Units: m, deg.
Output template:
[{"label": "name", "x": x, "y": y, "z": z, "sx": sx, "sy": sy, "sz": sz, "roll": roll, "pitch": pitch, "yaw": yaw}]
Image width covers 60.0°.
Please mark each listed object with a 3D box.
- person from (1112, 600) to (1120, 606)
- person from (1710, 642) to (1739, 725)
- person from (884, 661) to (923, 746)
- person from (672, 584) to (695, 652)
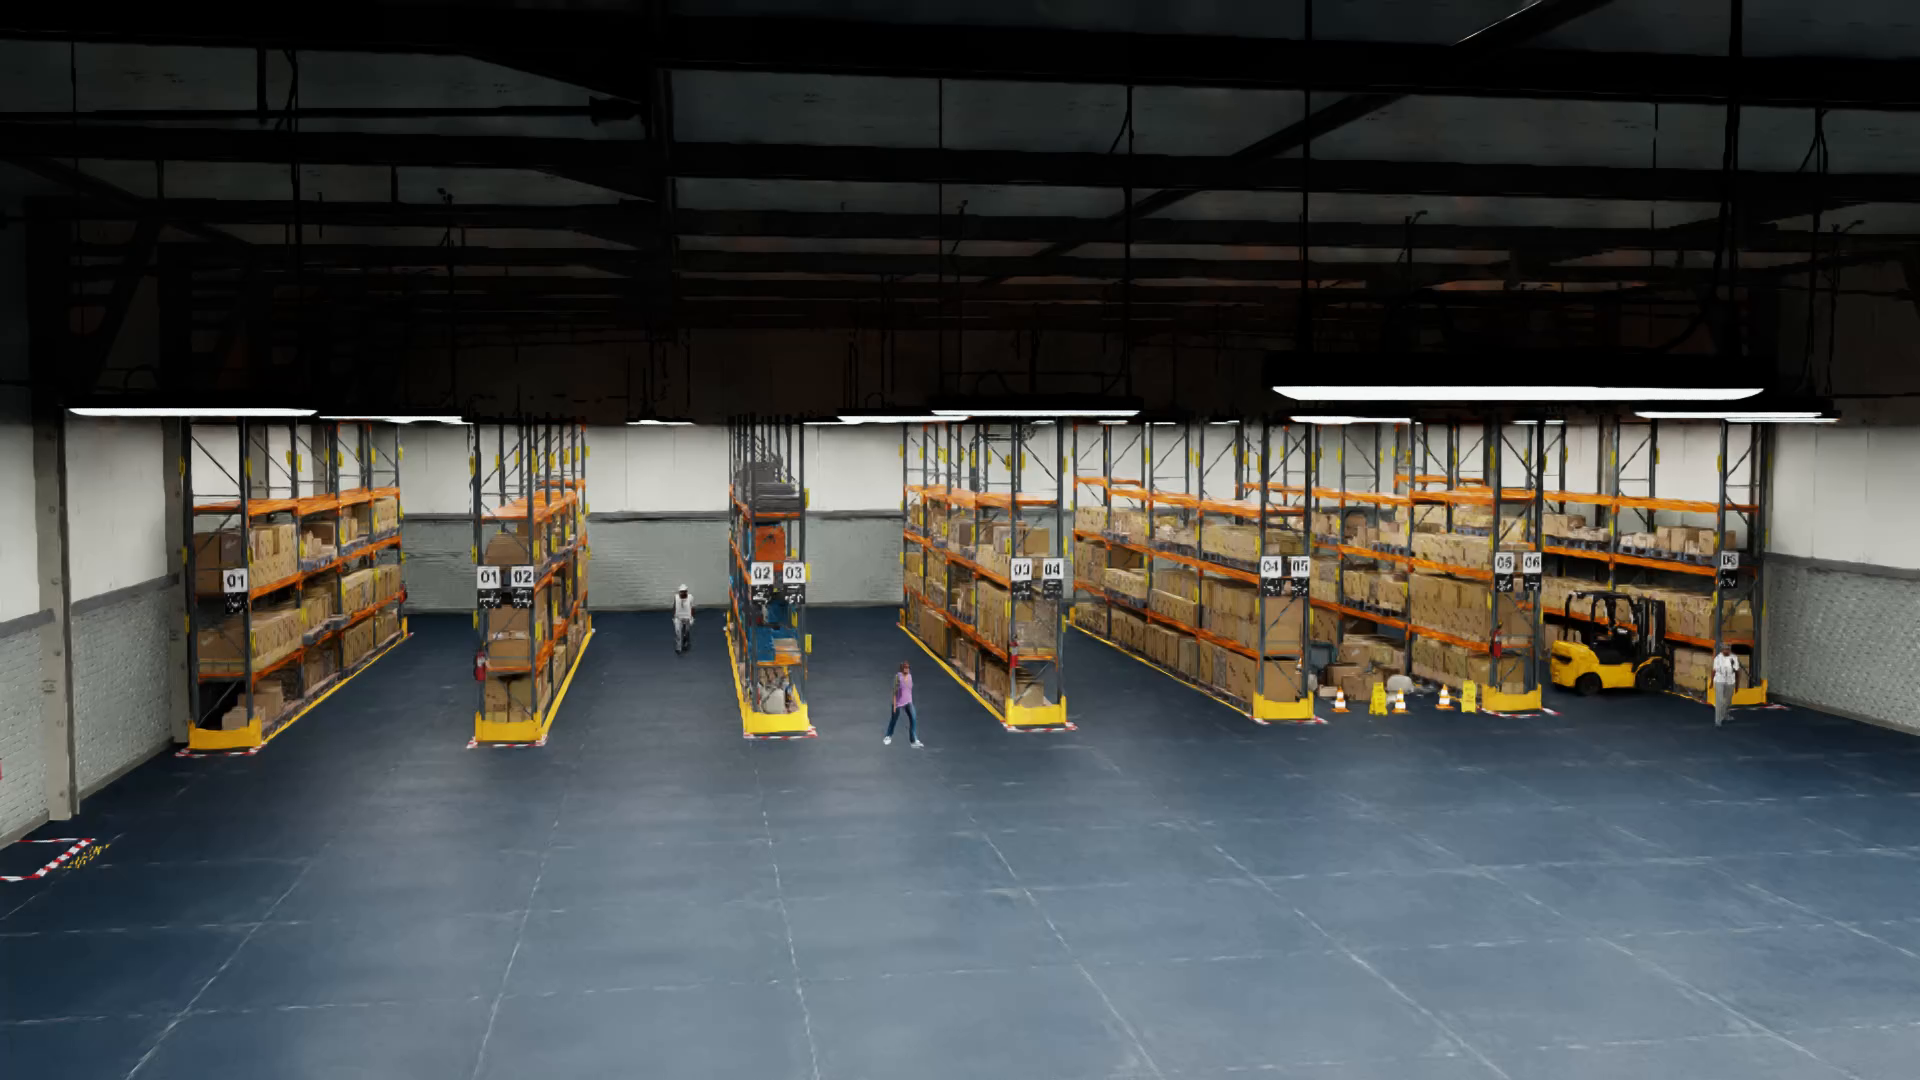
[{"label": "person", "x": 4.677, "y": 1.314, "z": 52.127, "sx": 0.466, "sy": 1.712, "sz": 0.698, "roll": -3, "pitch": 5, "yaw": -40}, {"label": "person", "x": 14.729, "y": 2.738, "z": 32.004, "sx": 0.502, "sy": 1.613, "sz": 0.924, "roll": 1, "pitch": 4, "yaw": 13}, {"label": "person", "x": -1.036, "y": 2.927, "z": 29.850, "sx": 0.453, "sy": 1.523, "sz": 0.880, "roll": -2, "pitch": 5, "yaw": -32}, {"label": "person", "x": -7.050, "y": 1.972, "z": 42.435, "sx": 0.563, "sy": 1.707, "sz": 1.127, "roll": -1, "pitch": 4, "yaw": -11}]
